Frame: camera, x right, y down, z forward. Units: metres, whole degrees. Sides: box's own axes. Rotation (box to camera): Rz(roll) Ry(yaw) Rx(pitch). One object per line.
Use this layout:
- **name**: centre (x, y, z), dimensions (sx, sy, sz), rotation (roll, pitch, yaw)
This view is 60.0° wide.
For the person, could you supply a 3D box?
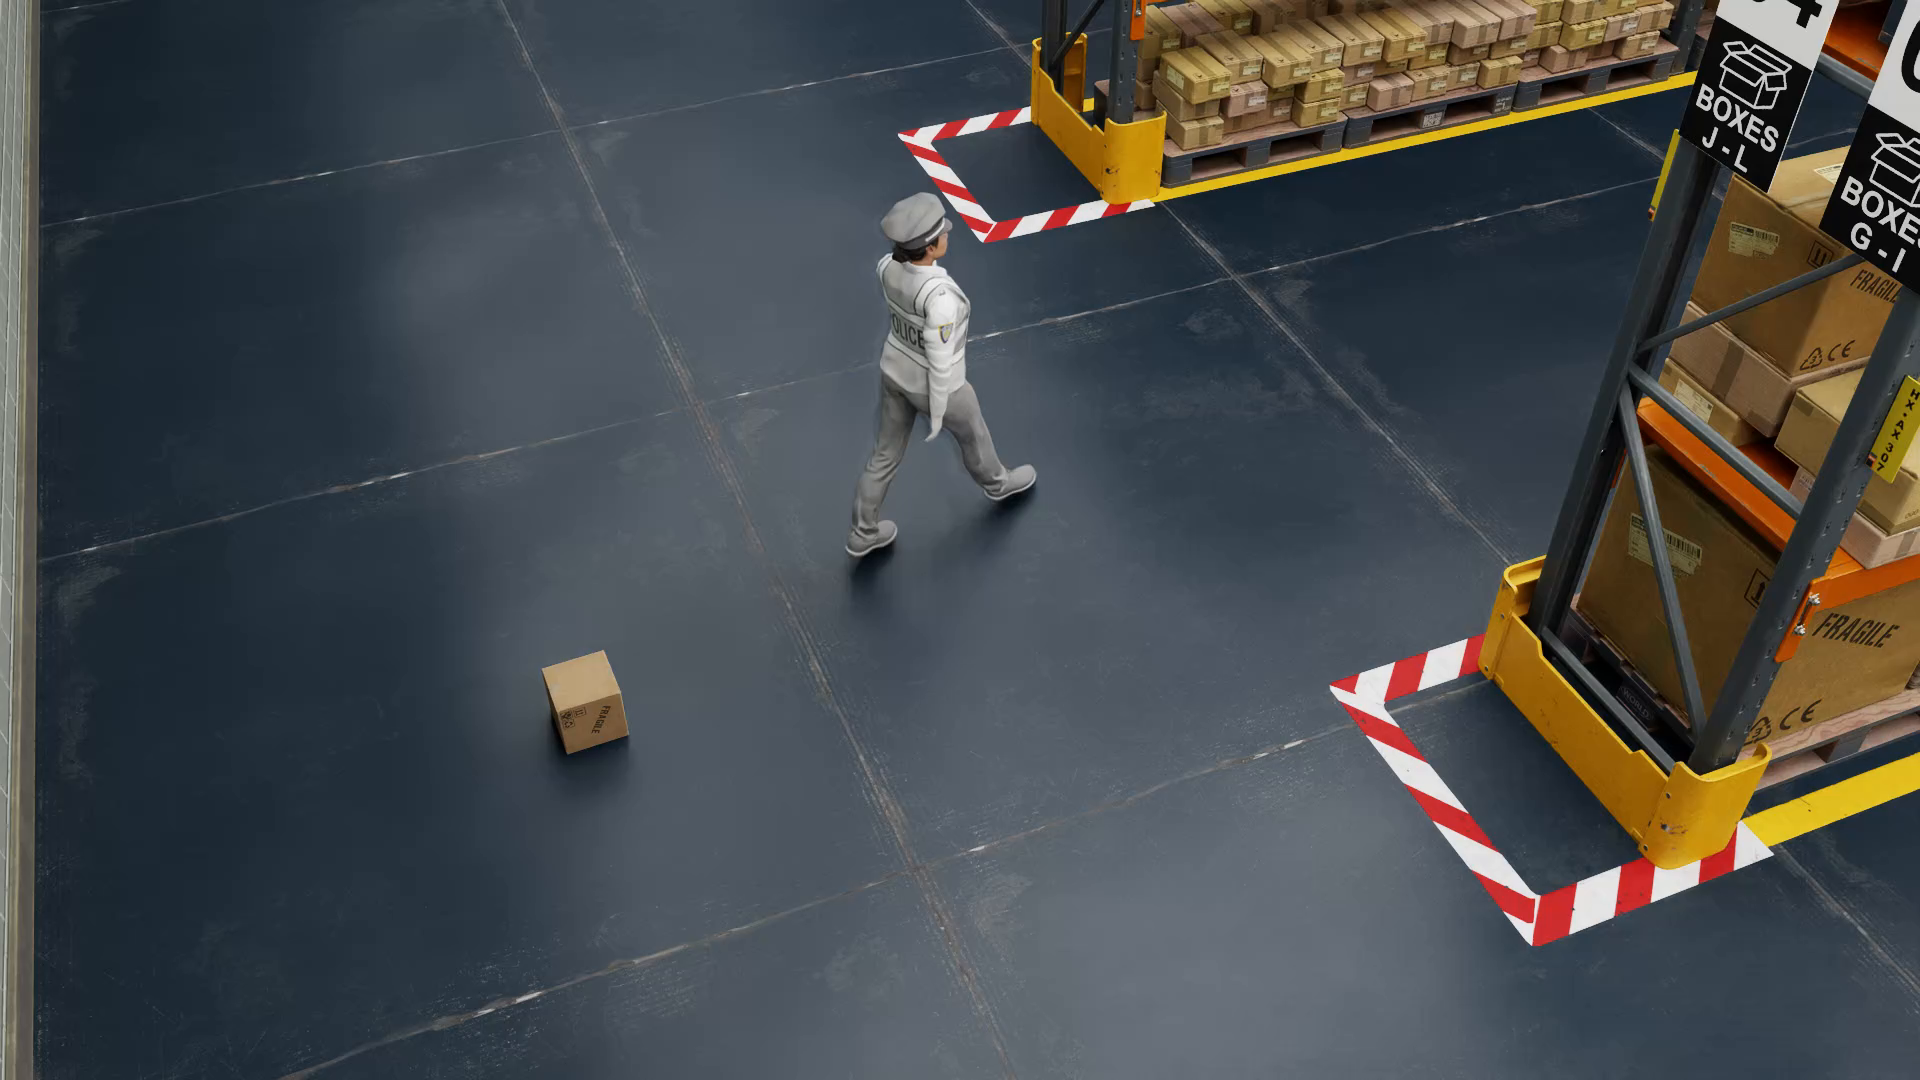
- **person**: centre (-0.085, -0.731, 6.929), dimensions (1.020, 1.621, 0.496), rotation (-32, 51, -31)
